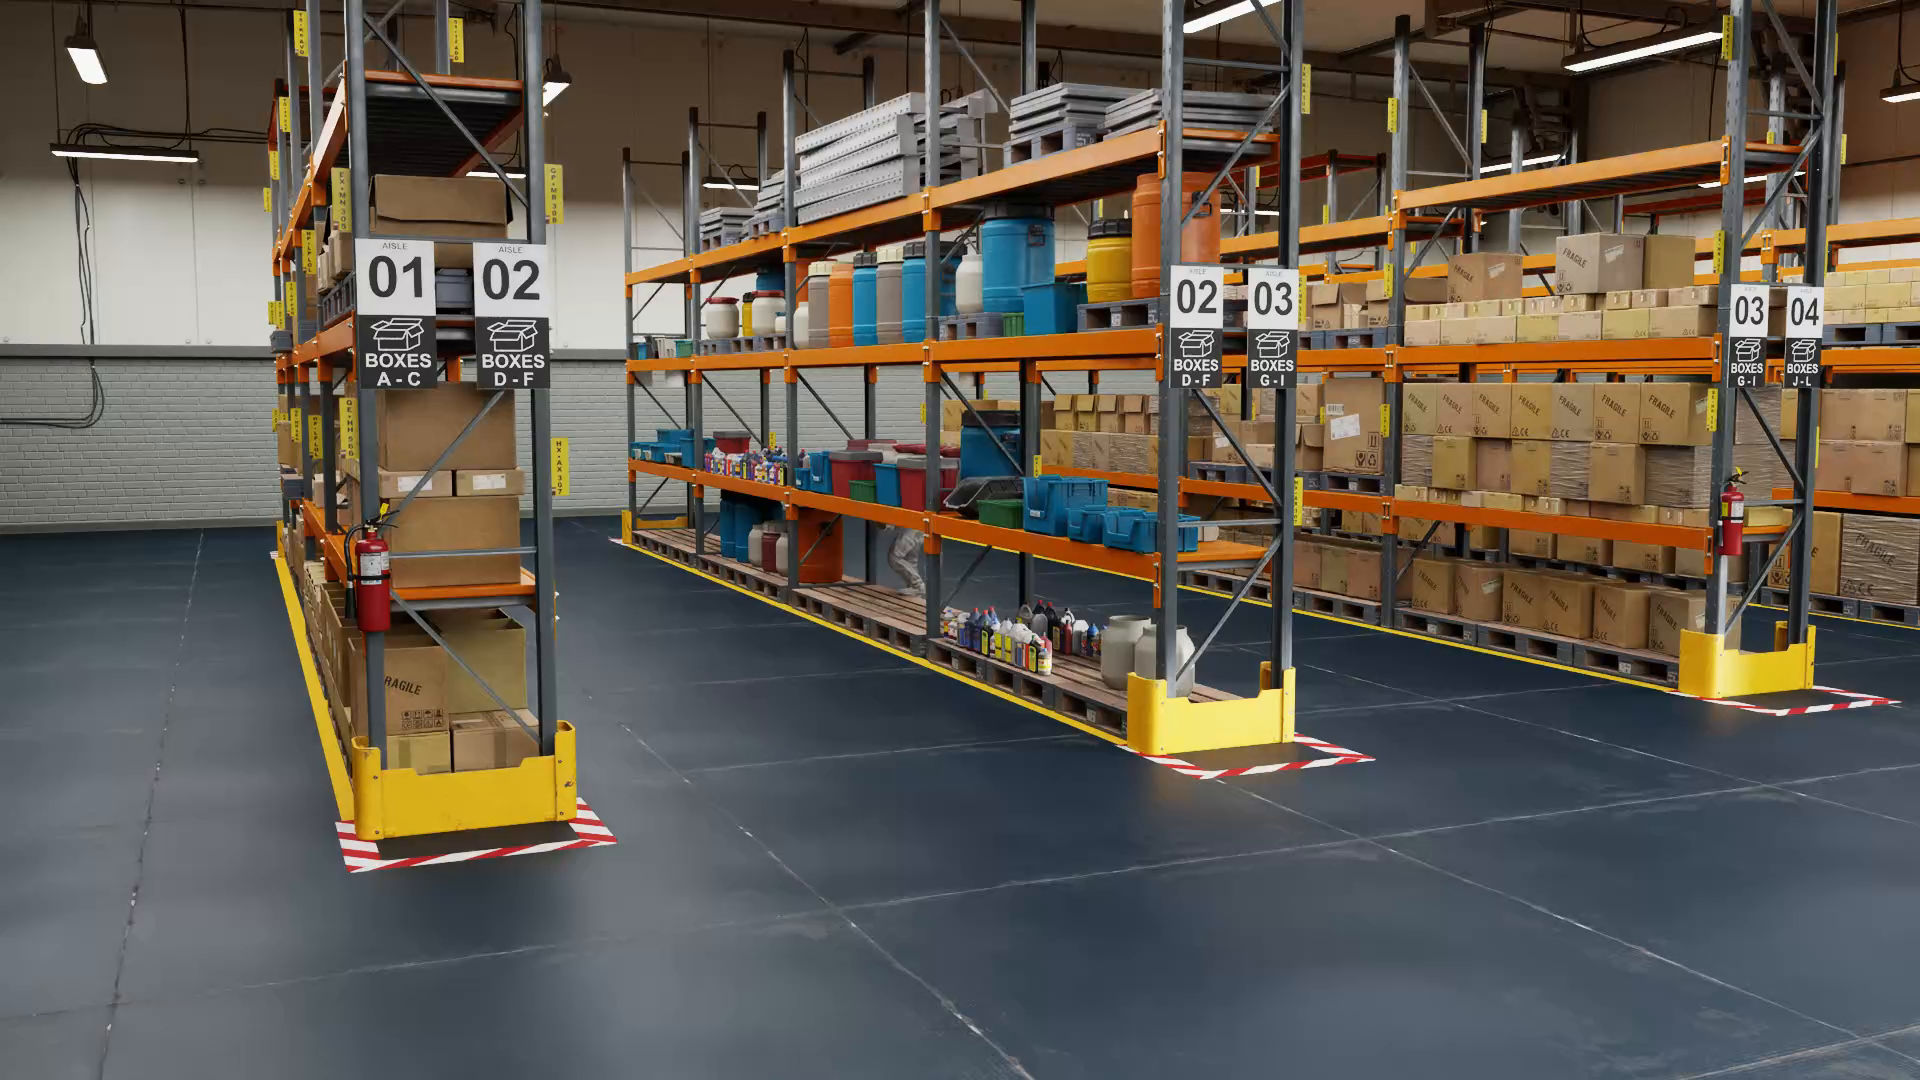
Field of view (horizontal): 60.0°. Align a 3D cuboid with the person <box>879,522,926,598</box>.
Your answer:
[{"bbox_3d":[-0.581,-0.104,17.723,0.576,1.780,0.480,-1,5,-6],"label":"person"}]
